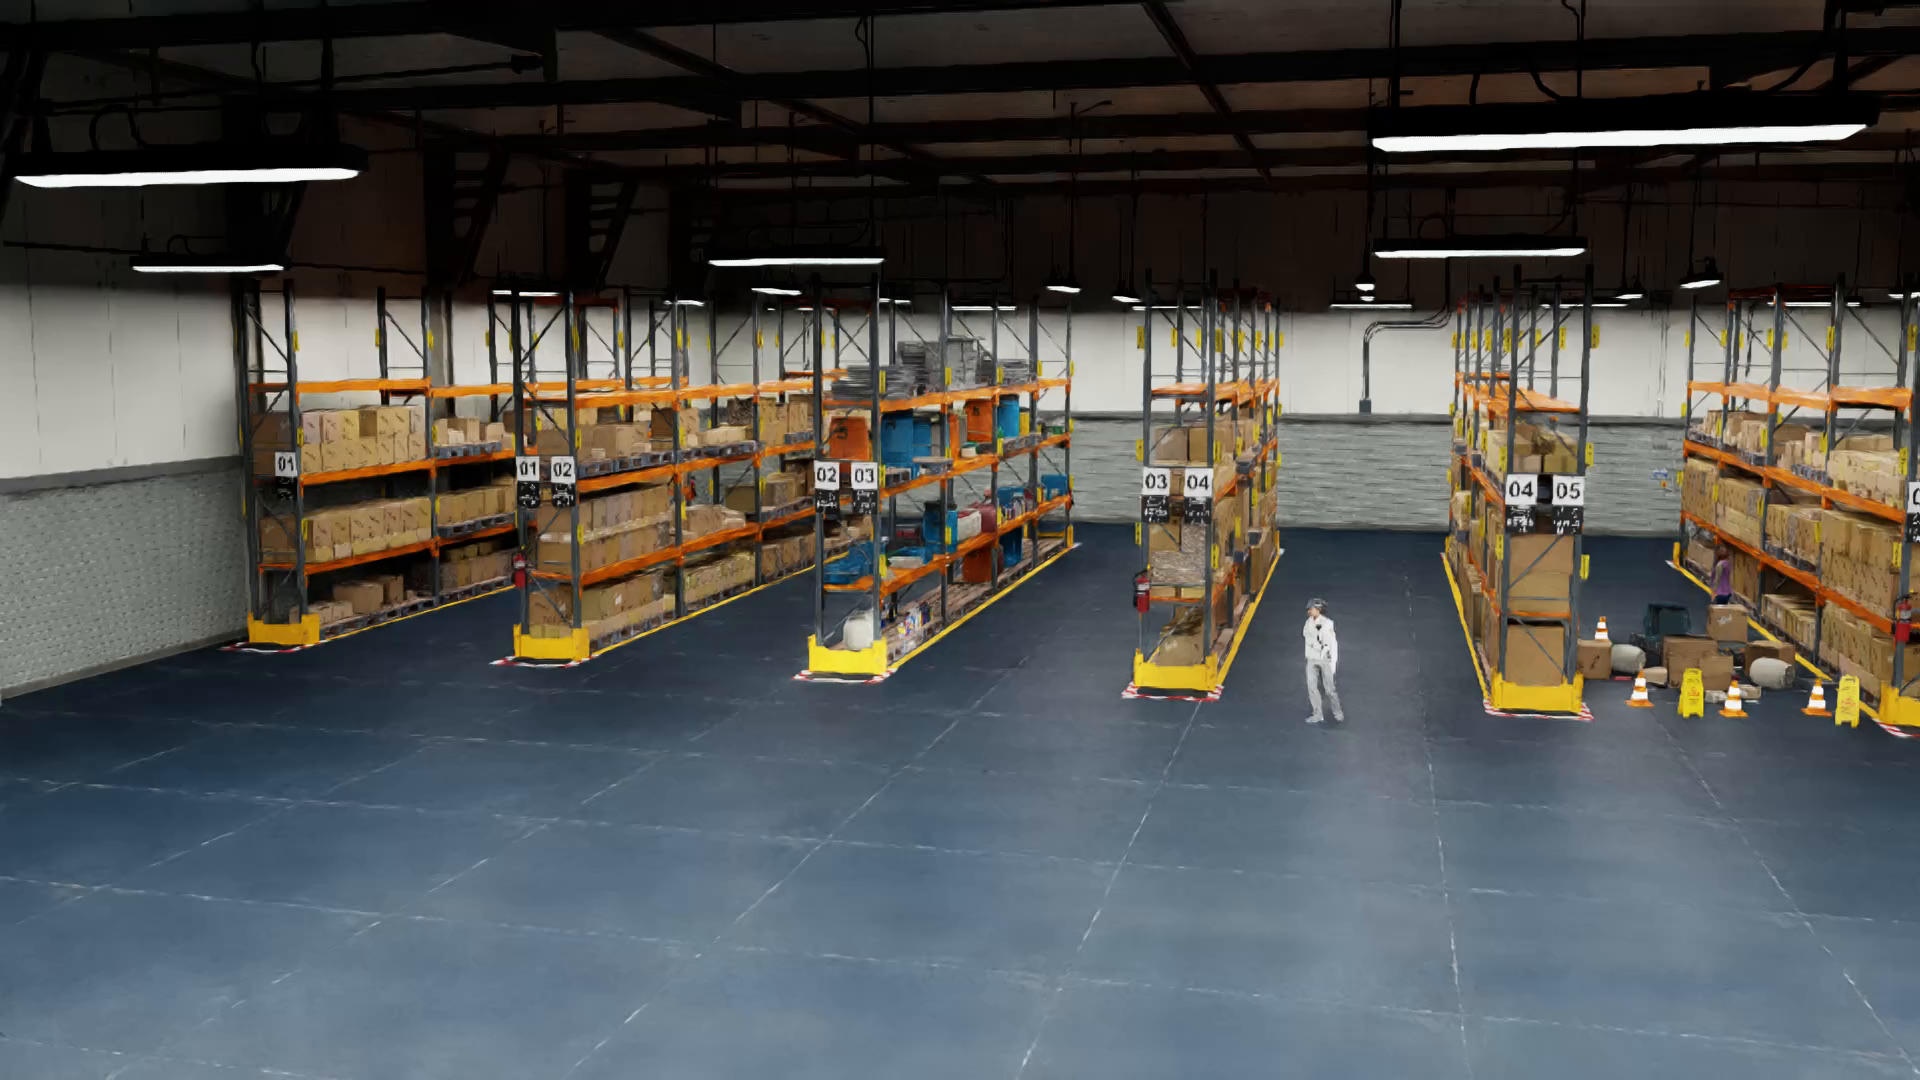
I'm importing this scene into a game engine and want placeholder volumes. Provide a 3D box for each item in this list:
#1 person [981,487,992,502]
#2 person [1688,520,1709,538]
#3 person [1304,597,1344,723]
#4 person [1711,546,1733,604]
[{"bbox_3d":[0.649,-0.383,38.001,0.576,1.682,0.942,6,9,41],"label":"person"},{"bbox_3d":[16.962,-0.433,38.068,0.553,1.781,0.646,-2,7,-16],"label":"person"},{"bbox_3d":[4.787,1.566,21.882,0.545,1.662,0.522,-6,9,-39],"label":"person"},{"bbox_3d":[12.601,0.898,27.581,0.527,1.592,0.521,6,9,39],"label":"person"}]
